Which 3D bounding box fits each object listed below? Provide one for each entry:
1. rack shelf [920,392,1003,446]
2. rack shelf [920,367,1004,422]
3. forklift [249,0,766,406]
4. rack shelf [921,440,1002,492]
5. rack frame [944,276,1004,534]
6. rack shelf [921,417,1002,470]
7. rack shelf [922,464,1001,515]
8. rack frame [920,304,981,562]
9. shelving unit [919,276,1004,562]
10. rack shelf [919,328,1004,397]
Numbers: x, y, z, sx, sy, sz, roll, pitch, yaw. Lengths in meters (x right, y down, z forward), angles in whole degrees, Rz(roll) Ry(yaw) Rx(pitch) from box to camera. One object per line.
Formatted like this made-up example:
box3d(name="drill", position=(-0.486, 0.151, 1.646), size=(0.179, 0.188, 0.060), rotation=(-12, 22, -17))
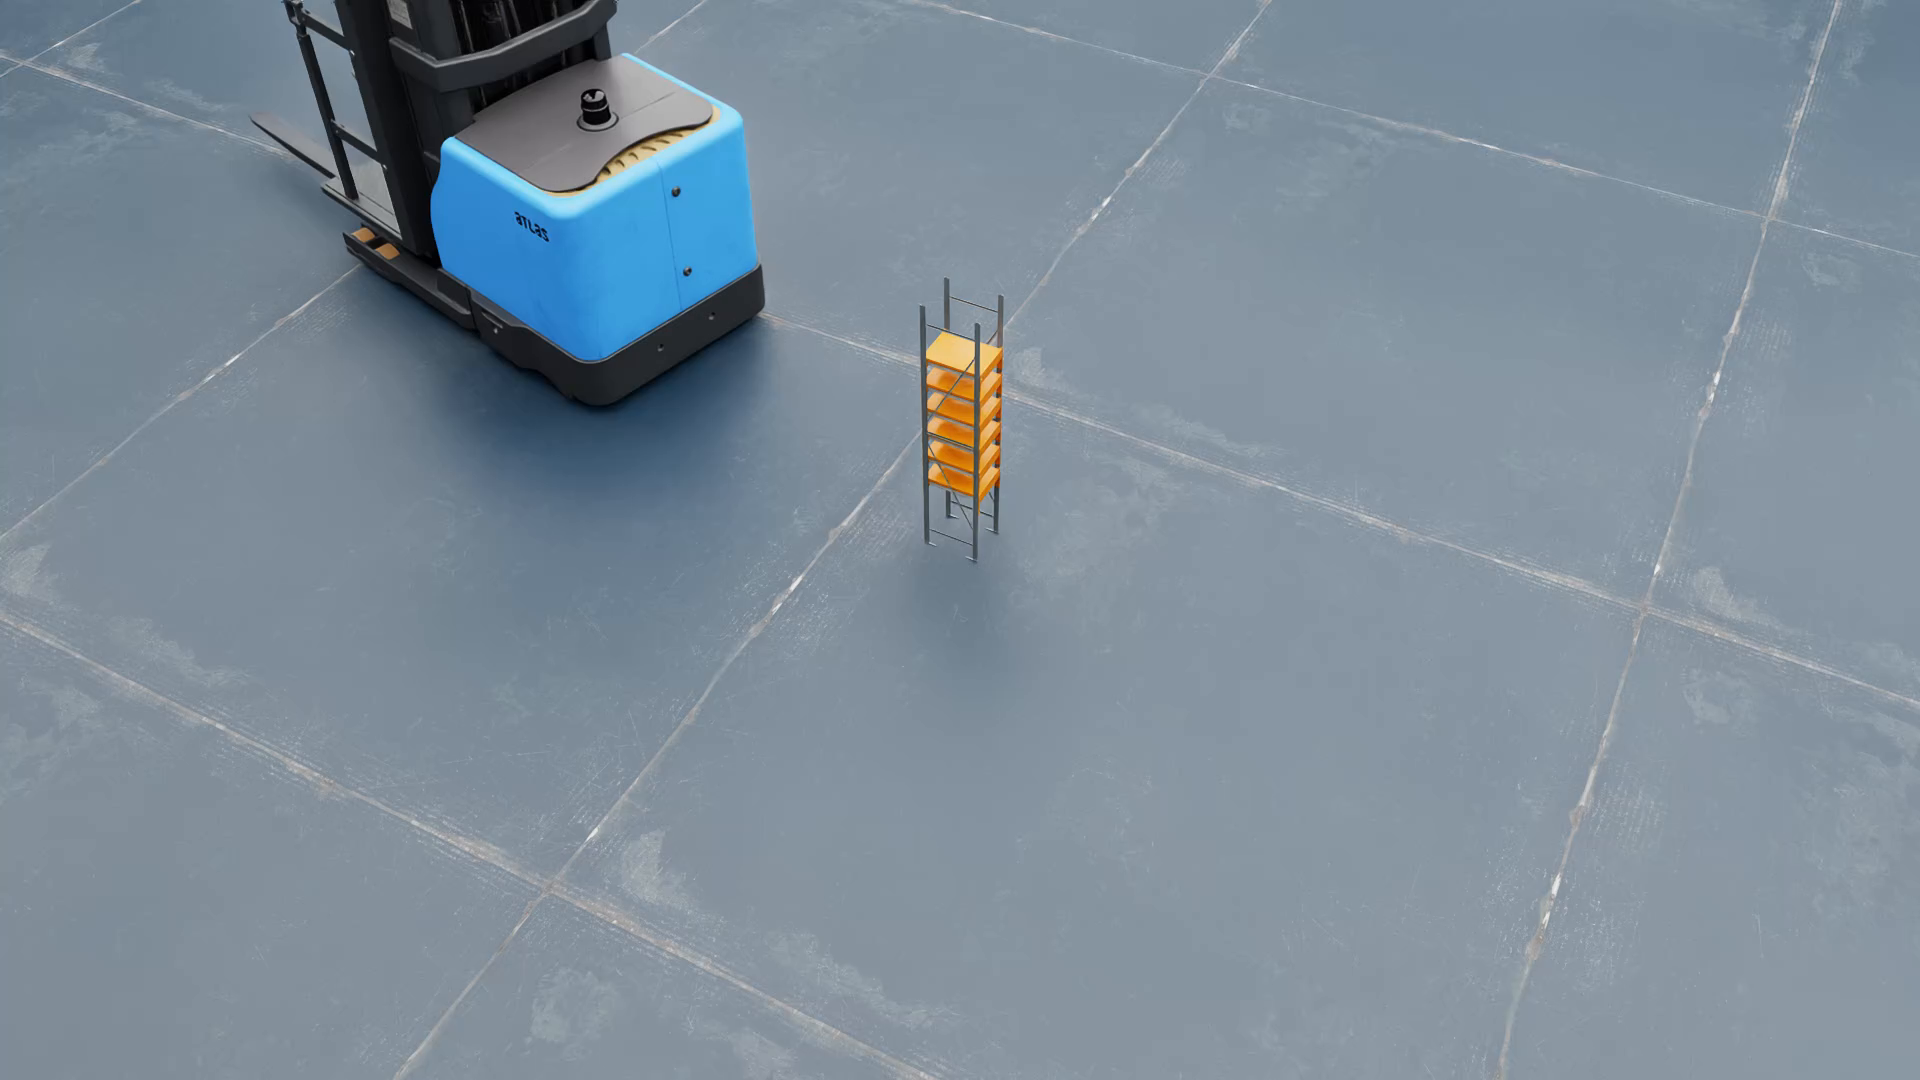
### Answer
box3d(name="rack shelf", position=(0.007, -0.484, 6.279), size=(0.258, 0.103, 0.180), rotation=(20, 49, 19))
box3d(name="rack shelf", position=(0.007, -0.568, 6.193), size=(0.258, 0.103, 0.180), rotation=(20, 49, 19))
box3d(name="forklift", position=(-2.336, -2.530, 7.190), size=(3.031, 2.935, 1.130), rotation=(33, 54, 28))
box3d(name="rack shelf", position=(0.007, -0.315, 6.449), size=(0.258, 0.103, 0.180), rotation=(20, 49, 19))
box3d(name="rack frame", position=(0.049, -0.489, 6.389), size=(0.240, 1.200, 0.006), rotation=(20, 49, 19))
box3d(name="rack shelf", position=(0.007, -0.400, 6.364), size=(0.258, 0.103, 0.180), rotation=(20, 49, 19))
box3d(name="rack shelf", position=(0.007, -0.231, 6.535), size=(0.258, 0.103, 0.180), rotation=(20, 49, 19))
box3d(name="rack frame", position=(-0.036, -0.373, 6.275), size=(0.240, 1.200, 0.006), rotation=(20, 49, 19))
box3d(name="shelving unit", position=(0.007, -0.431, 6.332), size=(0.258, 1.200, 0.189), rotation=(20, 49, 19))
box3d(name="rack shelf", position=(0.007, -0.653, 6.108), size=(0.258, 0.103, 0.180), rotation=(20, 49, 19))
